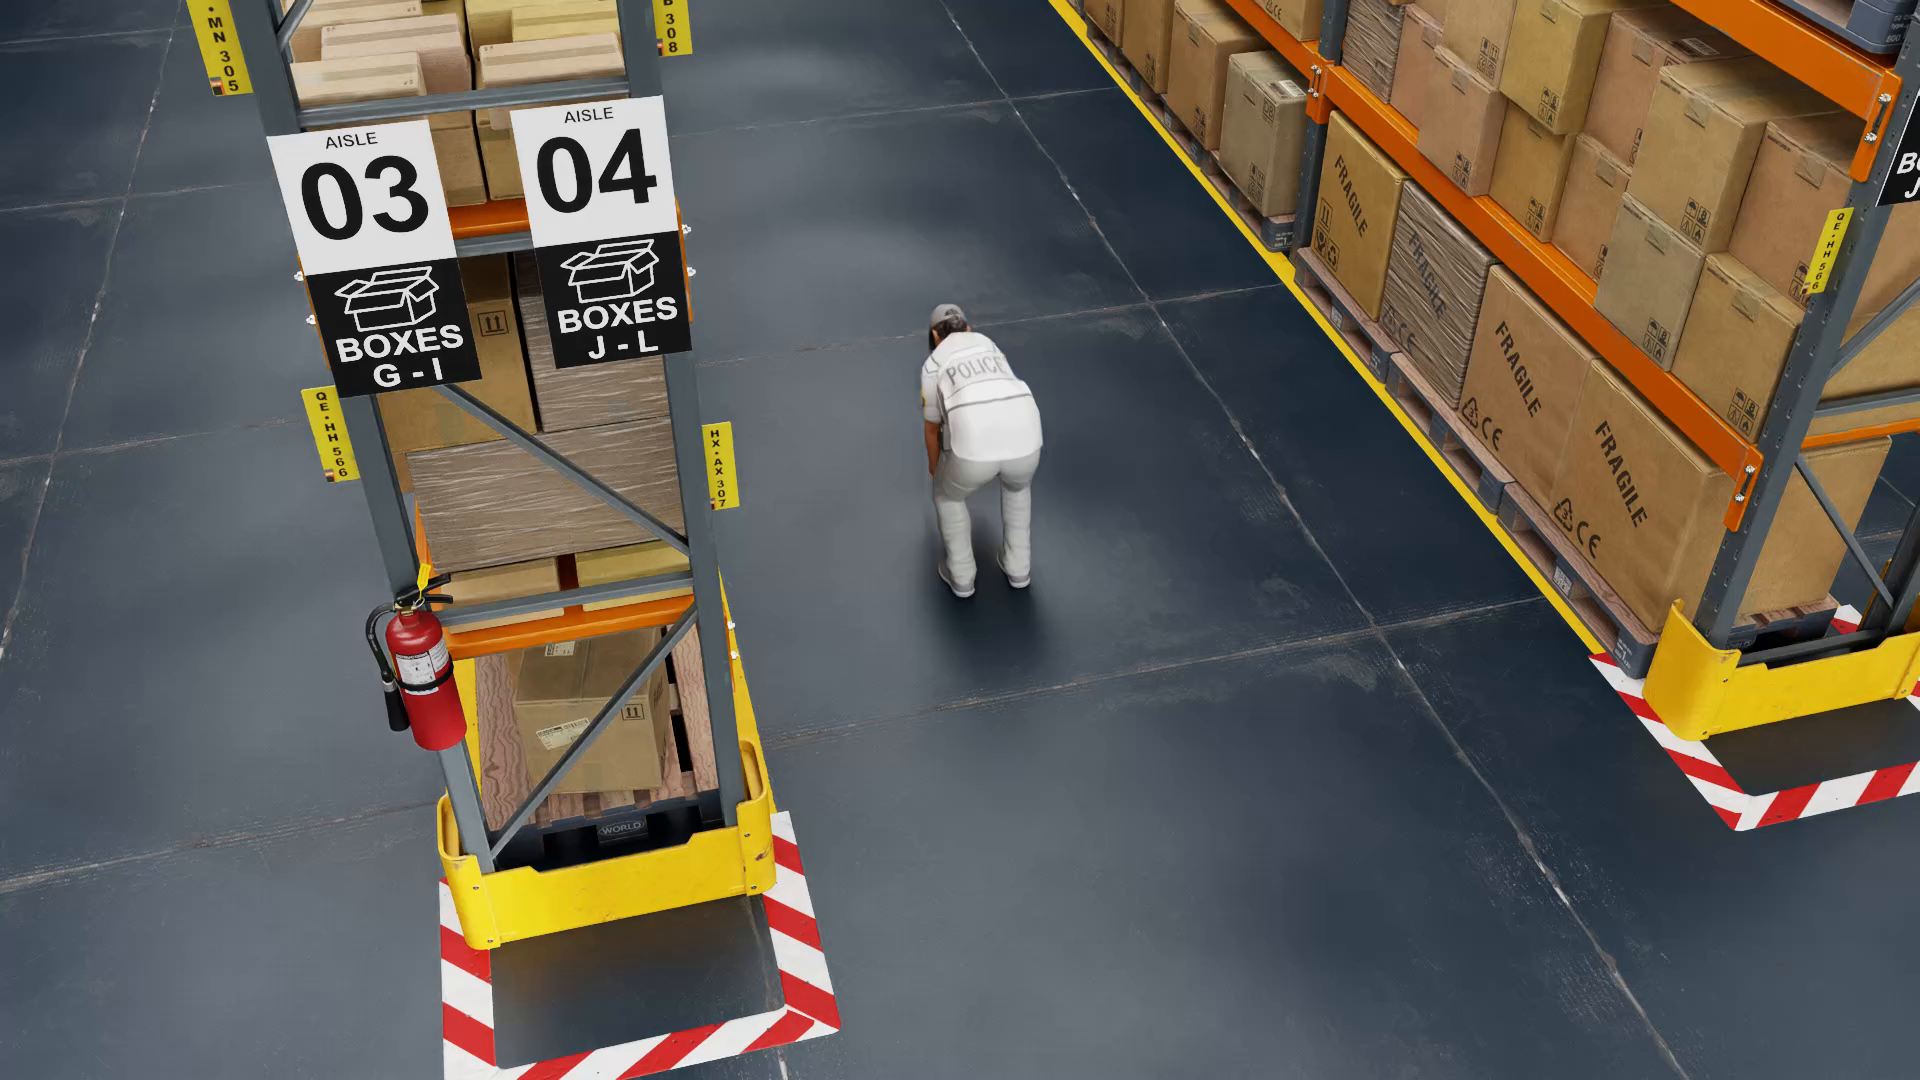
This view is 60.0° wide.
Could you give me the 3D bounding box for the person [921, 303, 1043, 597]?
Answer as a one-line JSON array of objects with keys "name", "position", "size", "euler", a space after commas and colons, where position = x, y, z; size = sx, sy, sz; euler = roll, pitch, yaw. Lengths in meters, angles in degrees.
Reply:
[{"name": "person", "position": [0.063, -0.399, 7.632], "size": [0.466, 1.153, 0.934], "euler": [-11, 40, -13]}]
